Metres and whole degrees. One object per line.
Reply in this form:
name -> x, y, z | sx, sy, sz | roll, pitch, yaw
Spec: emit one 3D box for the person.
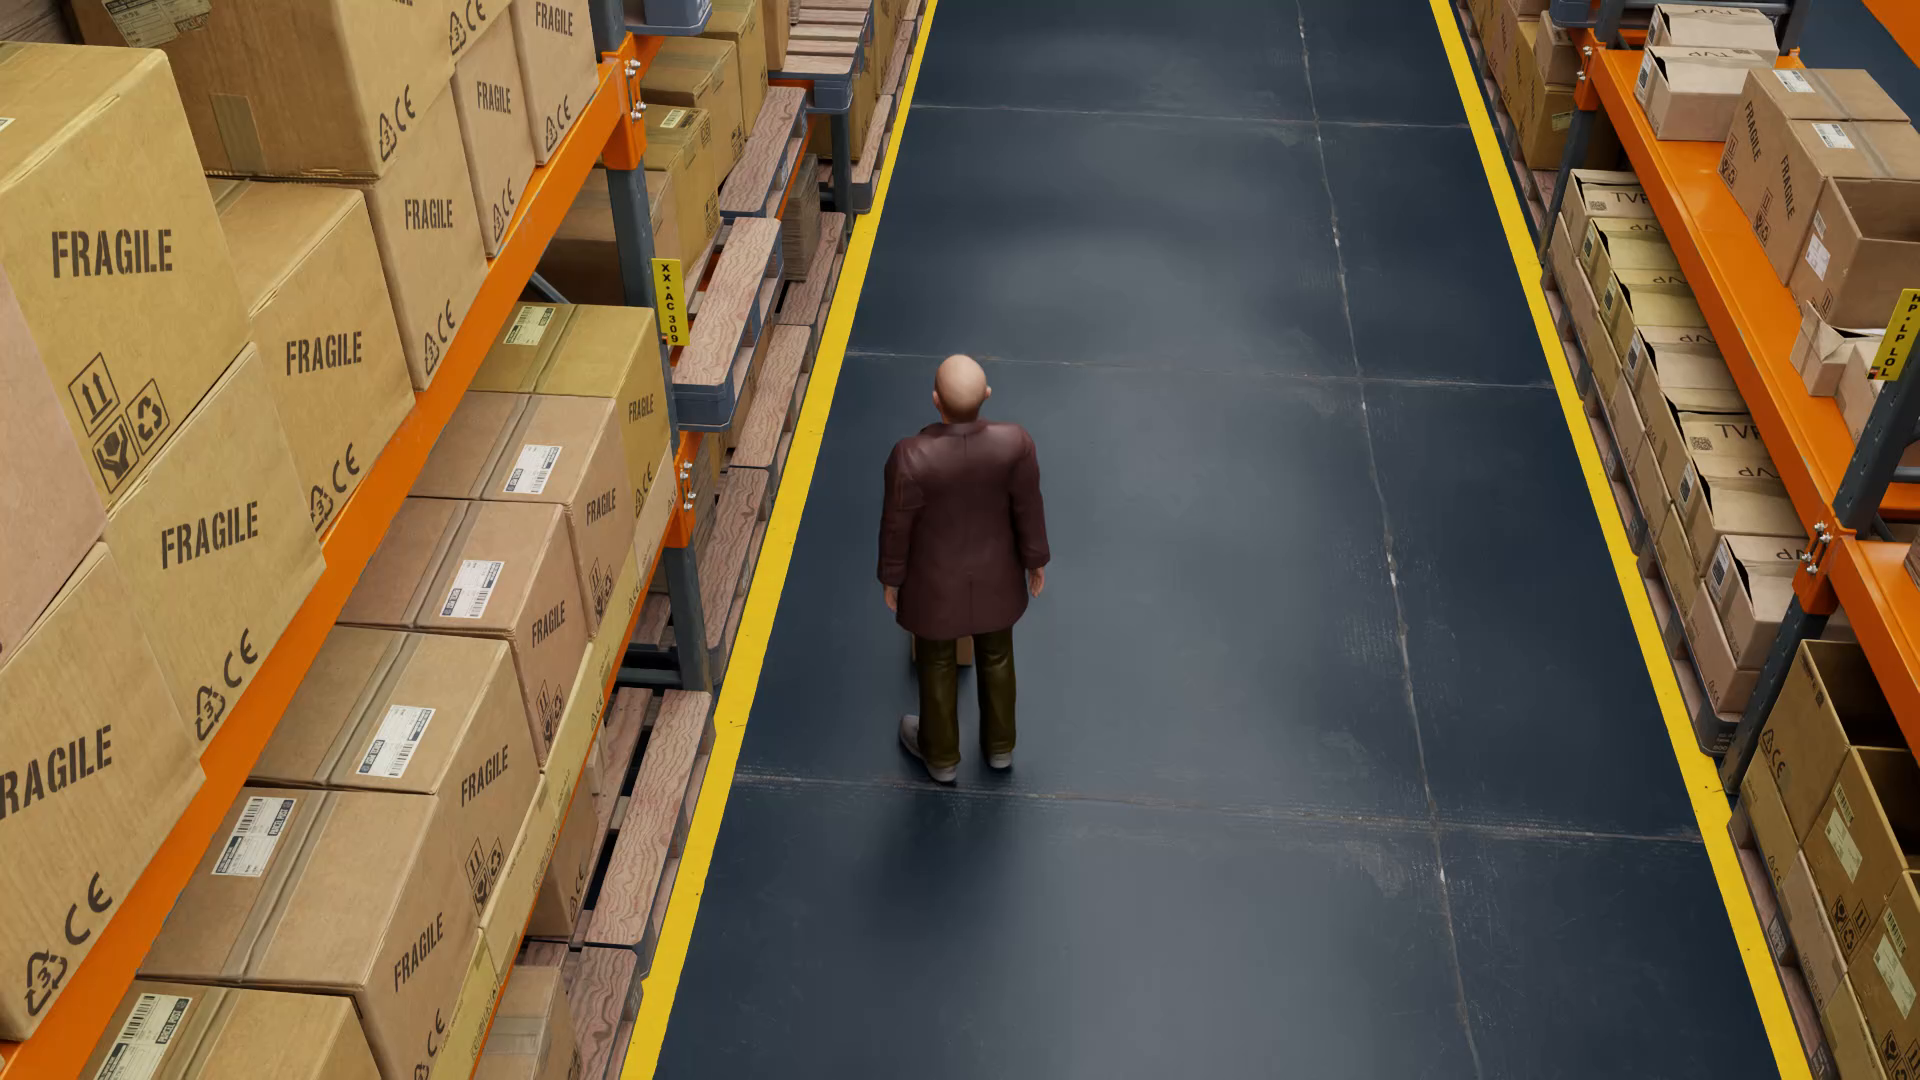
person -> 0.012, 0.109, 6.007 | 0.612, 1.775, 0.379 | -4, 40, -5
